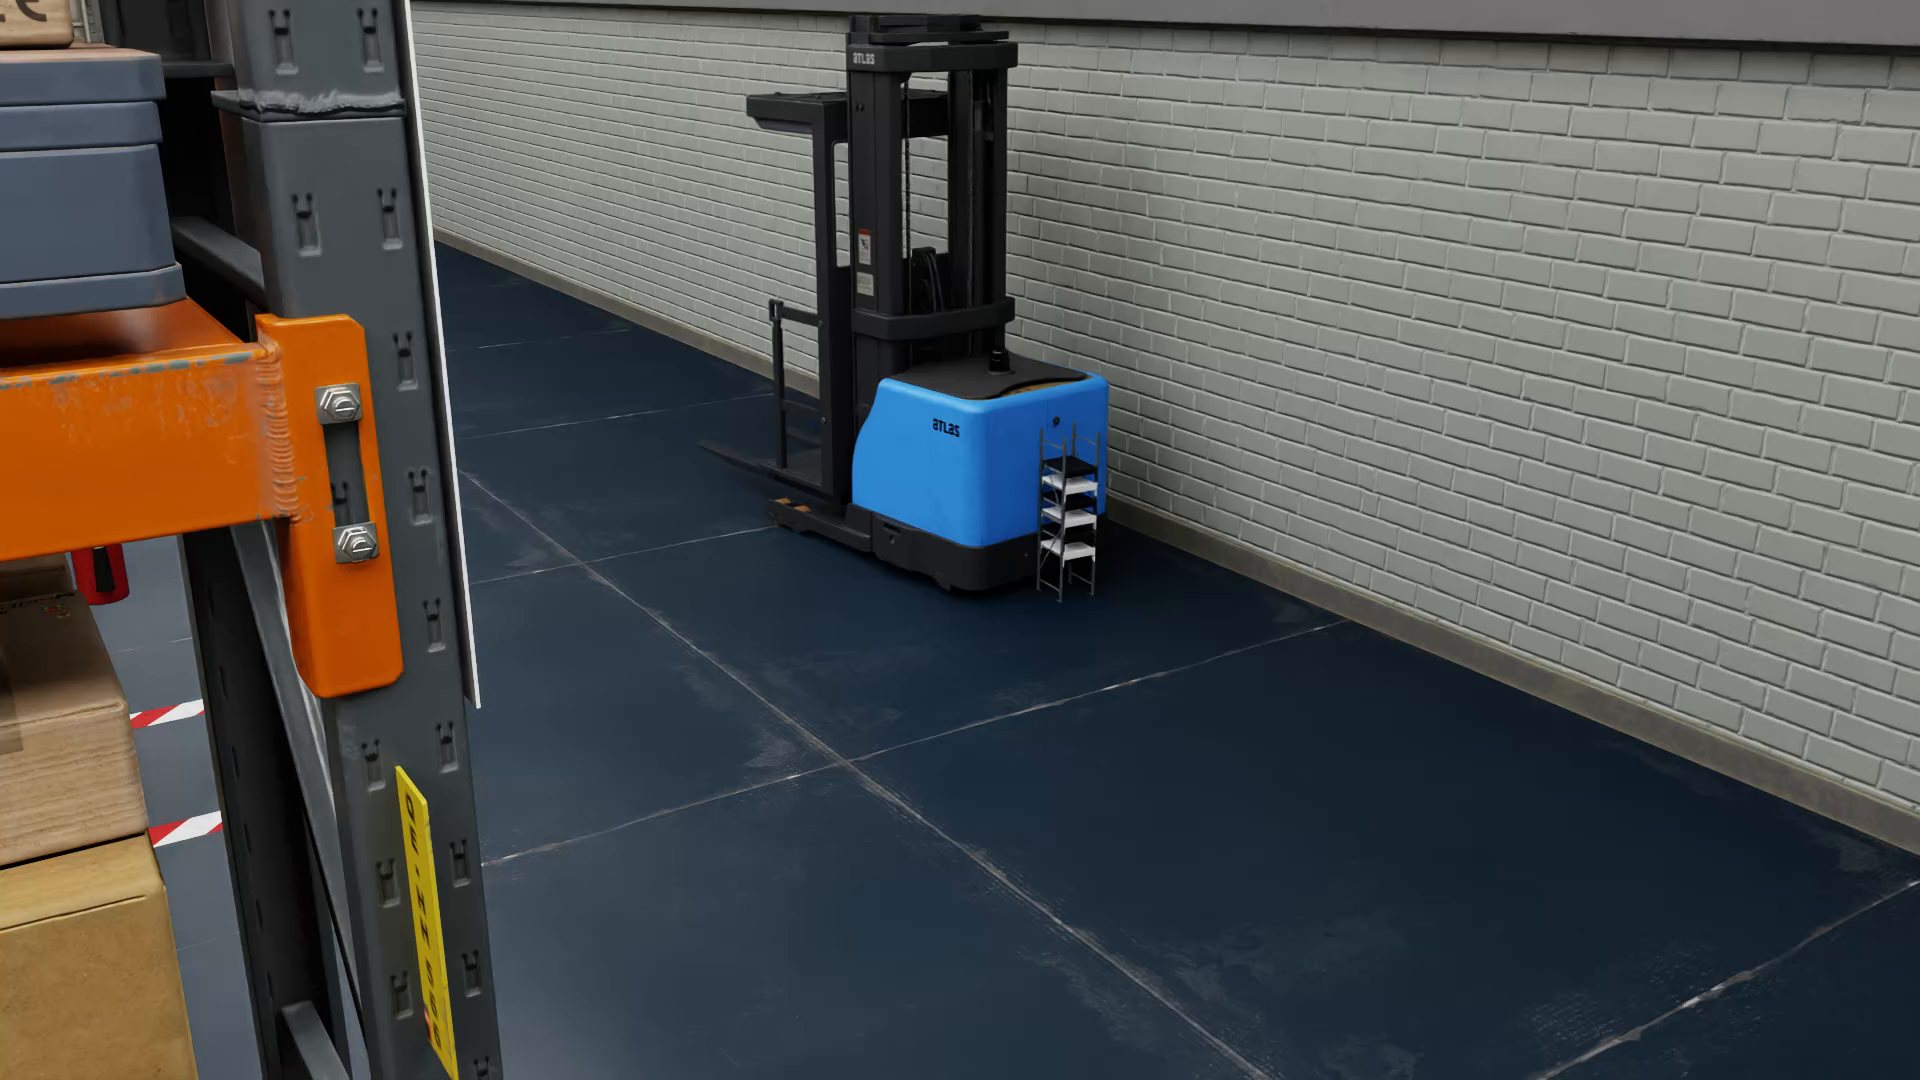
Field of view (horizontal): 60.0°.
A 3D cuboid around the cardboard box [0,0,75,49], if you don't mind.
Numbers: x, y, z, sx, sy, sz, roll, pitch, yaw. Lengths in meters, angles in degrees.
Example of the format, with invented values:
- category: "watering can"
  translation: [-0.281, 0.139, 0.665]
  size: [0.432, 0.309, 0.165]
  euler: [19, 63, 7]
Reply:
- category: "cardboard box"
  translation: [-1.162, -0.584, 1.526]
  size: [0.500, 0.250, 0.500]
  euler: [-14, 23, -36]

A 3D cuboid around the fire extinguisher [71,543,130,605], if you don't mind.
- category: "fire extinguisher"
  translation: [-3.179, -0.105, 6.073]
  size: [0.183, 0.674, 0.296]
  euler: [-12, 22, -31]

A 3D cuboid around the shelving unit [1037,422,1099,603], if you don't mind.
- category: "shelving unit"
  translation: [0.566, -0.143, 8.758]
  size: [0.210, 0.900, 0.258]
  euler: [-11, 22, -28]

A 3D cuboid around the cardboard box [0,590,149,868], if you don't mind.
- category: "cardboard box"
  translation: [-1.026, 0.198, 1.746]
  size: [0.250, 0.149, 0.380]
  euler: [-12, 22, -31]

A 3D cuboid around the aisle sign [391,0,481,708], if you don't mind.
- category: "aisle sign"
  translation: [-0.605, -0.252, 1.747]
  size: [0.004, 0.787, 0.394]
  euler: [-12, 22, -31]

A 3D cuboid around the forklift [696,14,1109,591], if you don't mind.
- category: "forklift"
  translation: [-0.510, -1.518, 9.657]
  size: [1.130, 2.935, 3.031]
  euler: [-15, 24, -38]

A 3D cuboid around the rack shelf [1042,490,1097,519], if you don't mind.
- category: "rack shelf"
  translation: [0.566, -0.197, 8.739]
  size: [0.200, 0.077, 0.258]
  euler: [-11, 22, -28]

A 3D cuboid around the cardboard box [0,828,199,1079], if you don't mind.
- category: "cardboard box"
  translation: [-1.108, 0.537, 1.756]
  size: [0.500, 0.500, 0.500]
  euler: [-11, 22, -30]

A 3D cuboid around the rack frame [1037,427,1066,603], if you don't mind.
- category: "rack frame"
  translation: [0.478, -0.127, 8.710]
  size: [0.006, 0.900, 0.240]
  euler: [-11, 22, -28]

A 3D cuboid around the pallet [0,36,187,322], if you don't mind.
- category: "pallet"
  translation: [-1.450, -0.336, 1.510]
  size: [1.213, 0.211, 1.003]
  euler: [-12, 22, -31]

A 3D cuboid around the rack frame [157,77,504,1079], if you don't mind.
- category: "rack frame"
  translation: [-0.836, 0.909, 2.371]
  size: [0.127, 3.000, 1.000]
  euler: [-12, 22, -31]

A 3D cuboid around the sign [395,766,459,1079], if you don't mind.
- category: "sign"
  translation: [-0.549, 0.396, 1.712]
  size: [0.005, 0.325, 0.100]
  euler: [-12, 22, -31]

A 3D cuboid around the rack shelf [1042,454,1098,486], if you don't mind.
- category: "rack shelf"
  translation: [0.567, -0.367, 8.680]
  size: [0.200, 0.077, 0.258]
  euler: [-11, 22, -28]

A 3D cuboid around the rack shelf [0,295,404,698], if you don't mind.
- category: "rack shelf"
  translation: [-2.506, 0.181, 0.964]
  size: [4.000, 0.370, 1.077]
  euler: [-12, 22, -31]

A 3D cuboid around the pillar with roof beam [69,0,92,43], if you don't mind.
- category: "pillar with roof beam"
  translation: [-10.312, -8.114, 19.693]
  size: [0.400, 9.000, 9.100]
  euler: [-12, 22, -31]

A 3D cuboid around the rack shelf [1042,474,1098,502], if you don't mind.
- category: "rack shelf"
  translation: [0.567, -0.282, 8.710]
  size: [0.200, 0.077, 0.258]
  euler: [-11, 22, -28]

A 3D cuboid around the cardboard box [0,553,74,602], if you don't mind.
- category: "cardboard box"
  translation: [-1.285, 0.069, 2.125]
  size: [0.250, 0.149, 0.380]
  euler: [-11, 22, -30]

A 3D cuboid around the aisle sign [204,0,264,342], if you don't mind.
- category: "aisle sign"
  translation: [-0.935, -0.412, 2.222]
  size: [0.004, 0.787, 0.394]
  euler: [-12, 22, -31]

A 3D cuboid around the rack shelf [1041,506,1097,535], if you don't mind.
- category: "rack shelf"
  translation: [0.566, -0.112, 8.769]
  size: [0.200, 0.077, 0.258]
  euler: [-11, 22, -28]

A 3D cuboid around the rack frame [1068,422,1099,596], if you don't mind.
- category: "rack frame"
  translation: [0.654, -0.160, 8.806]
  size: [0.006, 0.900, 0.240]
  euler: [-11, 22, -28]

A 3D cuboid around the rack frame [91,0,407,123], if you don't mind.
- category: "rack frame"
  translation: [-0.836, -1.933, 1.411]
  size: [0.127, 3.000, 1.000]
  euler: [-12, 22, -31]

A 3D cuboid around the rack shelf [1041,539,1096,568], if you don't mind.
- category: "rack shelf"
  translation: [0.566, 0.058, 8.828]
  size: [0.200, 0.077, 0.258]
  euler: [-11, 22, -28]

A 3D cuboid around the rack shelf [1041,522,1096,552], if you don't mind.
- category: "rack shelf"
  translation: [0.566, -0.027, 8.799]
  size: [0.200, 0.077, 0.258]
  euler: [-11, 22, -28]
